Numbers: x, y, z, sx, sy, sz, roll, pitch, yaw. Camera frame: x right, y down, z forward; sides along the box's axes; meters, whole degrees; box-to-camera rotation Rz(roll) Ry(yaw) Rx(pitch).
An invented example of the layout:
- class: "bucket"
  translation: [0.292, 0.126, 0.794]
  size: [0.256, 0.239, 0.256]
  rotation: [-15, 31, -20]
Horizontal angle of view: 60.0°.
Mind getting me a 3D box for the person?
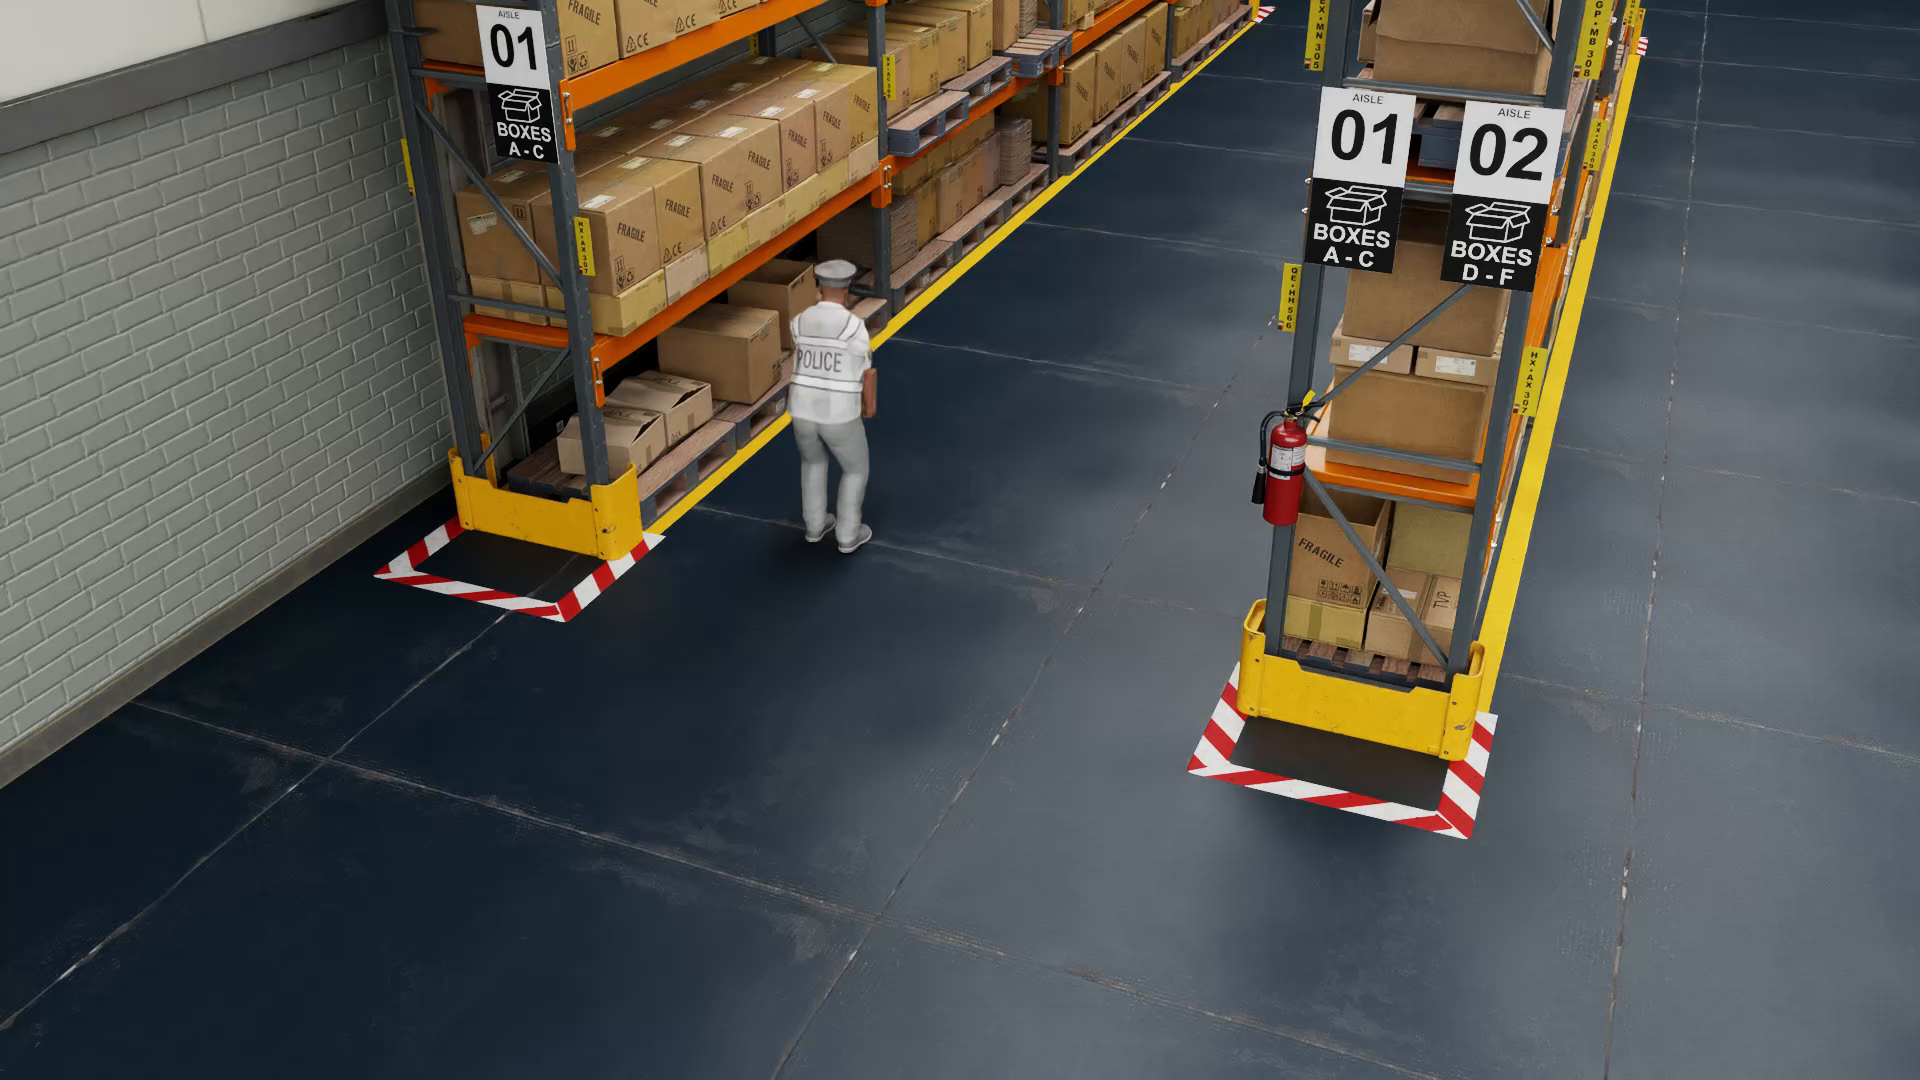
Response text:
- class: "person"
  translation: [-0.760, -0.775, 9.823]
  size: [0.481, 1.704, 0.619]
  rotation: [11, 31, 18]
